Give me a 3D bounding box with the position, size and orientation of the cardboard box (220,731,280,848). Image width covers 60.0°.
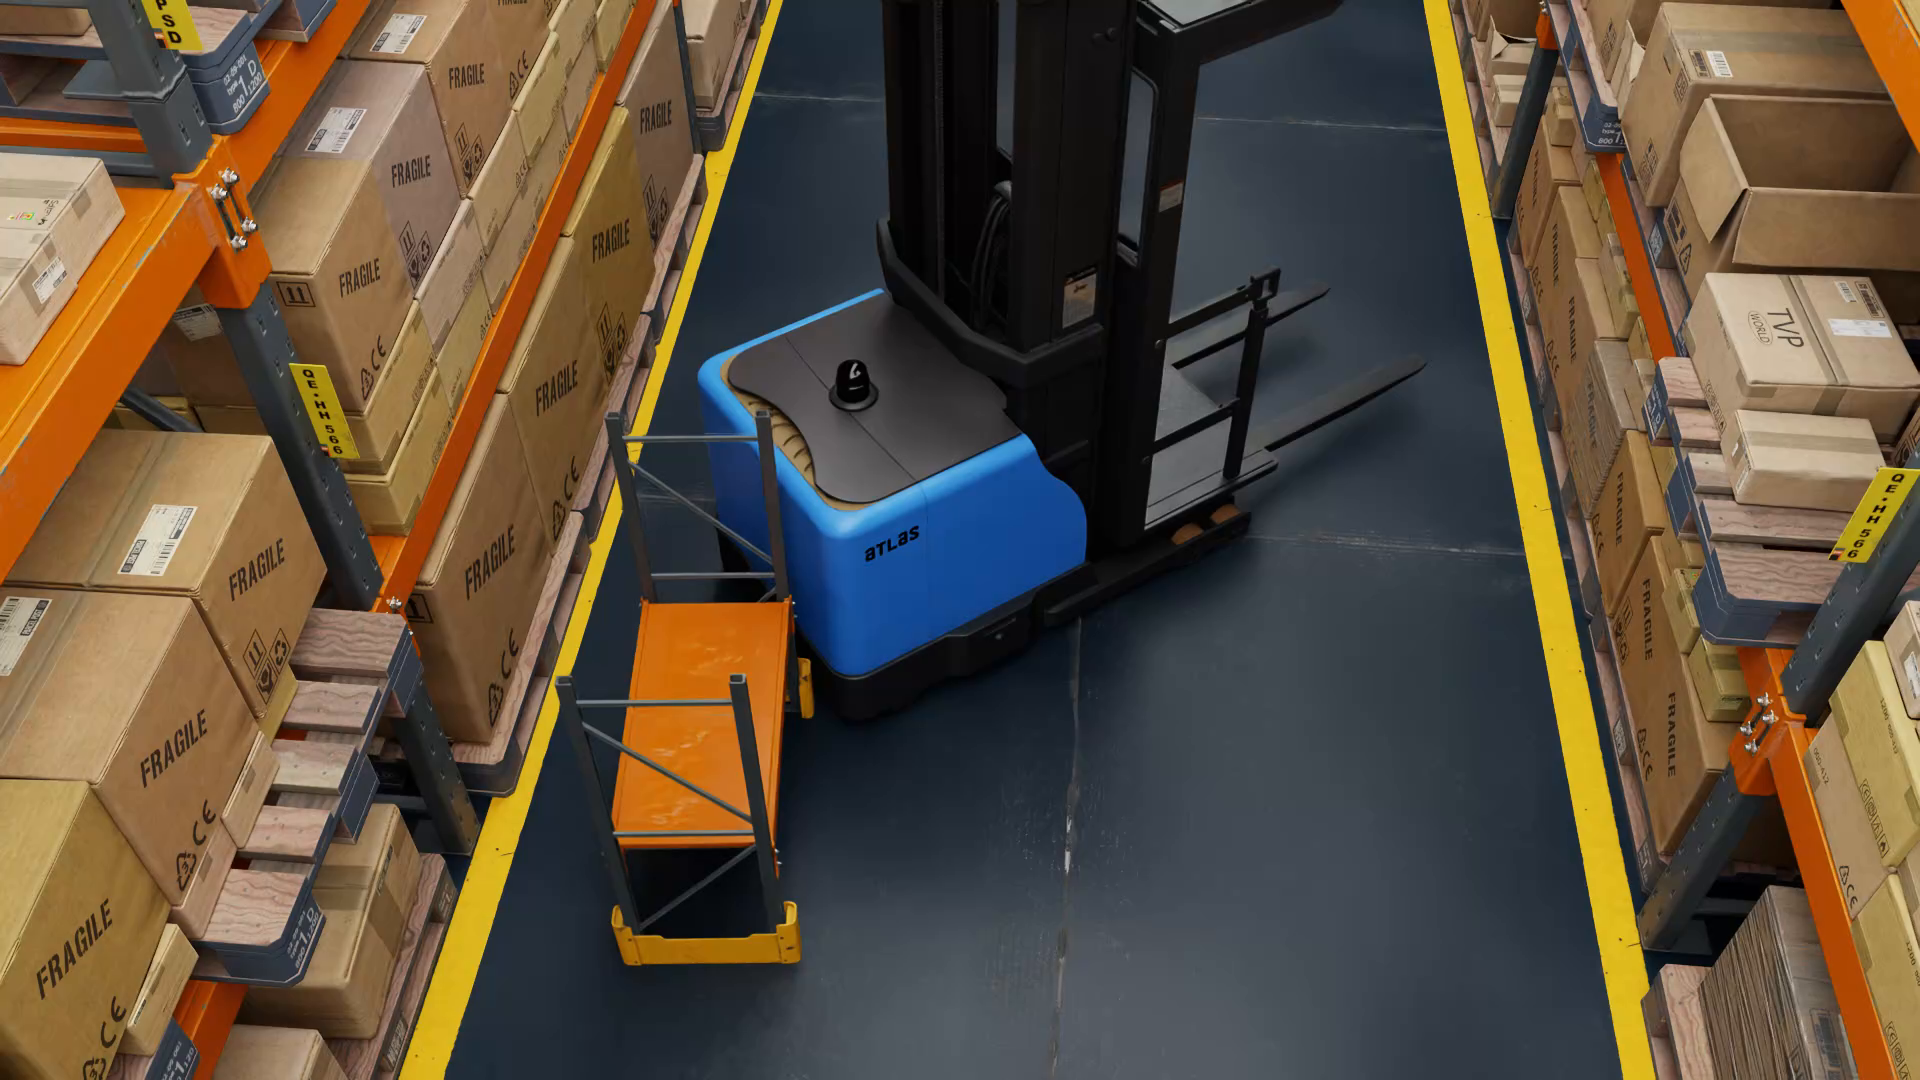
[{"bbox_3d":[-1.907,0.595,4.058,0.380,0.149,0.250,4,48,3],"label":"cardboard box"}]

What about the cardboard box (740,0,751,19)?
[{"bbox_3d":[-1.571,-3.323,9.208,0.875,0.438,0.875,3,48,2],"label":"cardboard box"}]

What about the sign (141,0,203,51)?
[{"bbox_3d":[-1.641,-1.143,3.380,0.100,0.325,0.005,4,48,4],"label":"sign"}]

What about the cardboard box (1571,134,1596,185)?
[{"bbox_3d":[2.881,-1.665,7.210,0.380,0.149,0.250,3,48,2],"label":"cardboard box"}]

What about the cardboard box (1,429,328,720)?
[{"bbox_3d":[-1.946,0.083,4.088,0.500,0.500,0.500,3,48,2],"label":"cardboard box"}]

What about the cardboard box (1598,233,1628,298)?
[{"bbox_3d":[2.798,-1.092,6.686,0.380,0.149,0.250,4,48,3],"label":"cardboard box"}]

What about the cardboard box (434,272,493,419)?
[{"bbox_3d":[-1.857,-0.665,5.427,0.500,0.250,0.500,3,48,2],"label":"cardboard box"}]

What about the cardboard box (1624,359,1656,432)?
[{"bbox_3d":[2.704,-0.533,6.174,0.380,0.149,0.250,2,48,2],"label":"cardboard box"}]

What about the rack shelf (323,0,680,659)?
[{"bbox_3d":[-1.999,-1.221,6.322,1.077,0.370,4.000,4,48,4],"label":"rack shelf"}]

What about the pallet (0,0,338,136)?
[{"bbox_3d":[-2.175,-1.420,4.111,1.213,0.211,1.003,6,48,5],"label":"pallet"}]

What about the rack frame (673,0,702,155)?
[{"bbox_3d":[-1.816,-2.934,7.400,1.000,3.000,0.127,4,48,4],"label":"rack frame"}]

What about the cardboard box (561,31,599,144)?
[{"bbox_3d":[-1.719,-1.793,6.459,0.500,0.250,0.500,3,48,2],"label":"cardboard box"}]

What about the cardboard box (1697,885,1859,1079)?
[{"bbox_3d":[2.692,1.454,4.712,0.875,0.625,0.625,5,48,5],"label":"cardboard box"}]

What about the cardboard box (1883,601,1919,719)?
[{"bbox_3d":[2.440,0.298,3.937,0.380,0.149,0.250,5,48,5],"label":"cardboard box"}]

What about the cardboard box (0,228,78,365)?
[{"bbox_3d":[-2.015,-0.493,3.306,0.380,0.149,0.250,4,48,4],"label":"cardboard box"}]

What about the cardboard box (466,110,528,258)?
[{"bbox_3d":[-1.783,-1.213,5.590,0.500,0.250,0.500,4,48,3],"label":"cardboard box"}]

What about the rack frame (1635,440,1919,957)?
[{"bbox_3d":[2.762,0.337,4.409,1.000,3.000,0.127,4,48,4],"label":"rack frame"}]

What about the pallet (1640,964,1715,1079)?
[{"bbox_3d":[2.649,1.880,4.887,1.003,0.211,1.213,4,48,4],"label":"pallet"}]

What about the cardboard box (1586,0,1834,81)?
[{"bbox_3d":[2.813,-2.057,6.246,0.700,0.500,0.500,4,48,4],"label":"cardboard box"}]

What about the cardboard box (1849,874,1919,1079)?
[{"bbox_3d":[2.428,1.066,3.844,0.500,0.250,0.500,3,48,3],"label":"cardboard box"}]

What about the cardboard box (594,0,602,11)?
[{"bbox_3d":[-1.653,-2.344,6.624,0.500,0.250,0.500,5,48,4],"label":"cardboard box"}]

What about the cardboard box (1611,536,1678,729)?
[{"bbox_3d":[2.643,0.346,5.810,0.500,0.500,0.500,3,48,3],"label":"cardboard box"}]

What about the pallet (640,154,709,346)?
[{"bbox_3d":[-1.812,-1.420,7.906,1.003,0.211,1.213,4,48,4],"label":"pallet"}]

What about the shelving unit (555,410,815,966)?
[{"bbox_3d":[-0.825,0.491,5.283,0.587,1.500,1.083,-1,48,-1],"label":"shelving unit"}]

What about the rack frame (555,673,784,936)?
[{"bbox_3d":[-0.817,0.873,4.934,0.500,1.500,0.032,-1,48,-1],"label":"rack frame"}]

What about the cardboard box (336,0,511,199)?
[{"bbox_3d":[-1.794,-1.456,5.303,0.500,0.500,0.500,5,48,5],"label":"cardboard box"}]

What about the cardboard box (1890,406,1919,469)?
[{"bbox_3d":[2.965,-0.206,4.554,0.500,0.500,0.500,6,48,5],"label":"cardboard box"}]

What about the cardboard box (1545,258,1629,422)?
[{"bbox_3d":[2.770,-0.802,6.860,0.500,0.500,0.500,3,48,2],"label":"cardboard box"}]

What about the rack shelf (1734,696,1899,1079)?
[{"bbox_3d":[2.580,2.049,3.330,1.077,0.370,4.000,4,48,4],"label":"rack shelf"}]

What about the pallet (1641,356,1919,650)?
[{"bbox_3d":[2.754,-0.101,4.940,1.213,0.211,1.003,4,48,4],"label":"pallet"}]

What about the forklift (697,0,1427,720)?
[{"bbox_3d":[0.566,-1.195,5.857,3.031,2.935,1.130,-26,53,-22],"label":"forklift"}]

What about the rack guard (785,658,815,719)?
[{"bbox_3d":[-0.833,0.546,6.081,0.587,0.250,0.087,-1,48,-1],"label":"rack guard"}]

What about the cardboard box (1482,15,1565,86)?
[{"bbox_3d":[2.918,-2.513,8.584,0.396,0.266,0.258,5,48,5],"label":"cardboard box"}]

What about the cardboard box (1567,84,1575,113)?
[{"bbox_3d":[2.890,-1.970,7.287,0.380,0.149,0.250,3,48,3],"label":"cardboard box"}]

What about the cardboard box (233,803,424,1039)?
[{"bbox_3d":[-2.242,1.165,5.148,0.950,0.372,0.625,1,48,1],"label":"cardboard box"}]

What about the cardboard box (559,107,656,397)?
[{"bbox_3d":[-1.868,-1.233,7.000,0.875,0.875,0.875,5,48,5],"label":"cardboard box"}]

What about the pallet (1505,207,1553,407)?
[{"bbox_3d":[3.090,-1.061,7.578,1.003,0.211,1.213,4,48,4],"label":"pallet"}]

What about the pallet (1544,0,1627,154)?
[{"bbox_3d":[2.945,-1.958,6.638,1.003,0.211,1.213,4,48,4],"label":"pallet"}]

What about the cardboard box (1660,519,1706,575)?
[{"bbox_3d":[2.617,0.047,5.644,0.380,0.149,0.250,2,48,2],"label":"cardboard box"}]

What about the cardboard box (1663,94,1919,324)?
[{"bbox_3d":[2.727,-1.052,5.325,0.797,0.503,0.637,3,48,3],"label":"cardboard box"}]

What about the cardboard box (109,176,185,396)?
[{"bbox_3d":[-2.394,-0.763,4.670,0.500,0.500,0.500,3,48,2],"label":"cardboard box"}]
